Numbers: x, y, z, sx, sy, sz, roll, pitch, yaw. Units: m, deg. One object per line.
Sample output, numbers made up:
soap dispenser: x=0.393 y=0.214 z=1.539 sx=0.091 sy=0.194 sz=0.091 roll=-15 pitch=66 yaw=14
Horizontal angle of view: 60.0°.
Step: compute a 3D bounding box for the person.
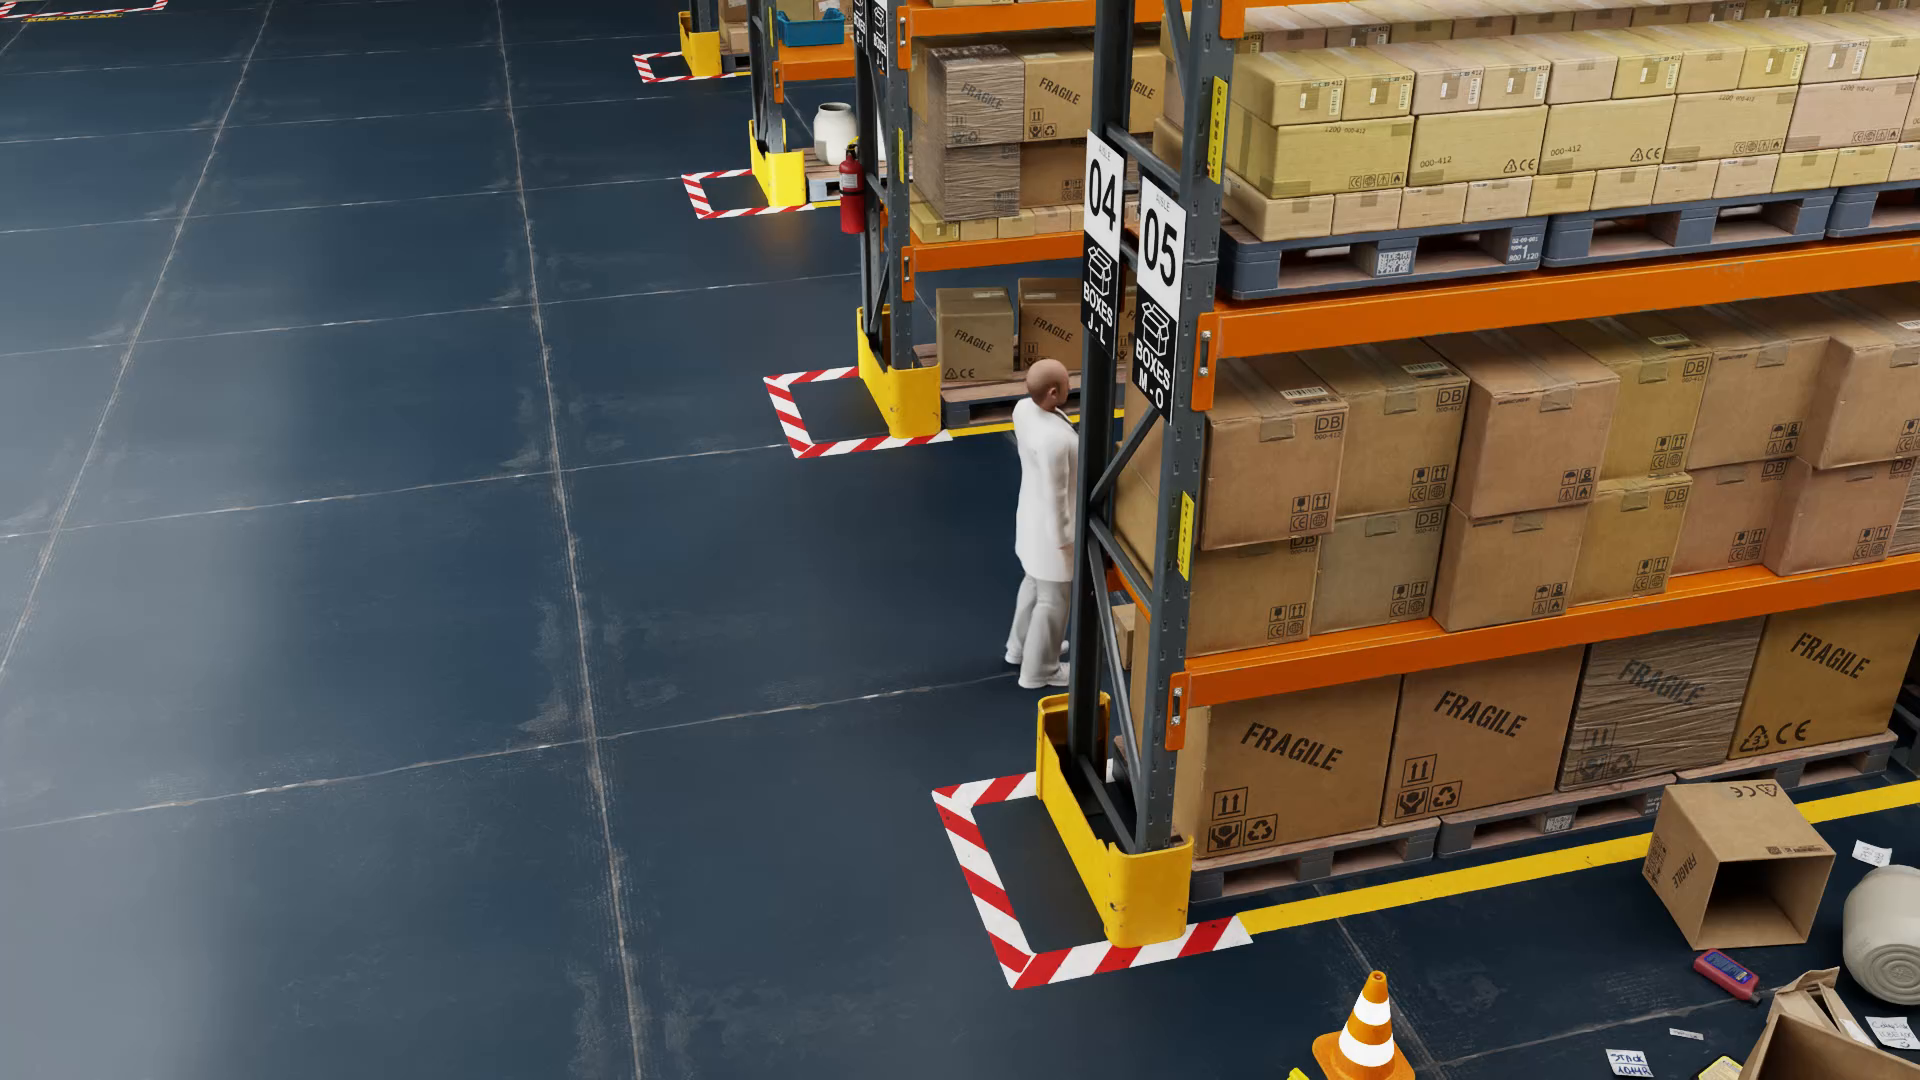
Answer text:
person: x=0.453 y=-0.092 z=8.428 sx=0.382 sy=1.779 sz=0.560 roll=-7 pitch=31 yaw=-12
